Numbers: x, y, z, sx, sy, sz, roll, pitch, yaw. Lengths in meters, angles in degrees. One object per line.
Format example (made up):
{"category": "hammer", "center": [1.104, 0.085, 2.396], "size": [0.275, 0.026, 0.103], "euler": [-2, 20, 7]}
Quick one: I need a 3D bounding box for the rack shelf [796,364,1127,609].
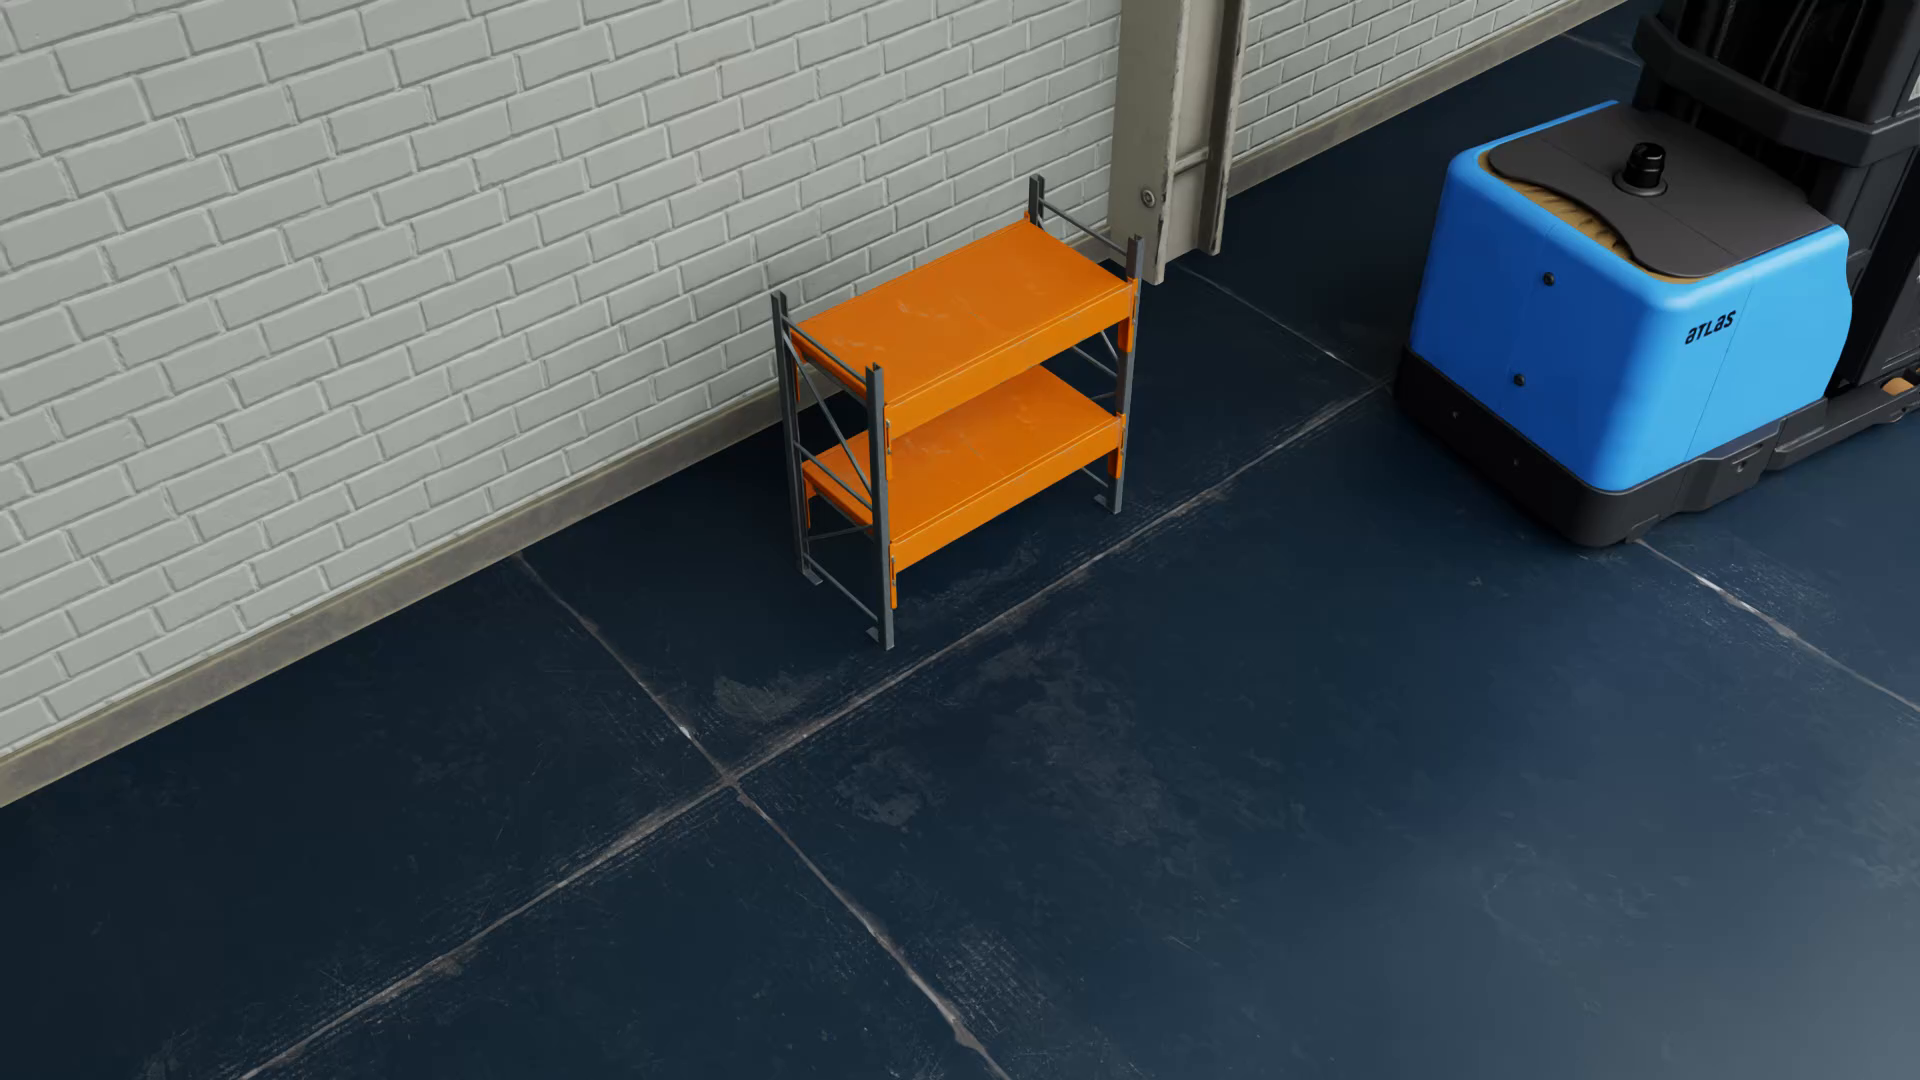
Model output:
{"category": "rack shelf", "center": [0.005, -0.235, 5.535], "size": [1.000, 0.278, 0.538], "euler": [-30, 51, -28]}

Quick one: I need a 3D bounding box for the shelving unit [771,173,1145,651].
{"category": "shelving unit", "center": [0.005, -0.413, 5.368], "size": [1.048, 1.125, 0.538], "euler": [-30, 51, -28]}

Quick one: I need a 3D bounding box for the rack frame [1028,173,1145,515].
{"category": "rack frame", "center": [0.395, -0.636, 5.606], "size": [0.032, 1.125, 0.500], "euler": [-30, 51, -28]}

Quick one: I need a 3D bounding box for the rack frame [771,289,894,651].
{"category": "rack frame", "center": [-0.385, -0.190, 5.130], "size": [0.032, 1.125, 0.500], "euler": [-30, 51, -28]}

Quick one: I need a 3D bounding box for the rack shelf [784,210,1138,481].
{"category": "rack shelf", "center": [0.005, -0.626, 5.168], "size": [1.000, 0.278, 0.538], "euler": [-30, 51, -28]}

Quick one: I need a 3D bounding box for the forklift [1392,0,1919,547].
{"category": "forklift", "center": [3.151, -1.799, 5.524], "size": [3.031, 2.935, 1.130], "euler": [-22, 47, -22]}

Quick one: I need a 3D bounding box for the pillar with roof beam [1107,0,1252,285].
{"category": "pillar with roof beam", "center": [3.619, -2.237, 1.558], "size": [0.400, 9.000, 9.100], "euler": [-30, 51, -28]}
